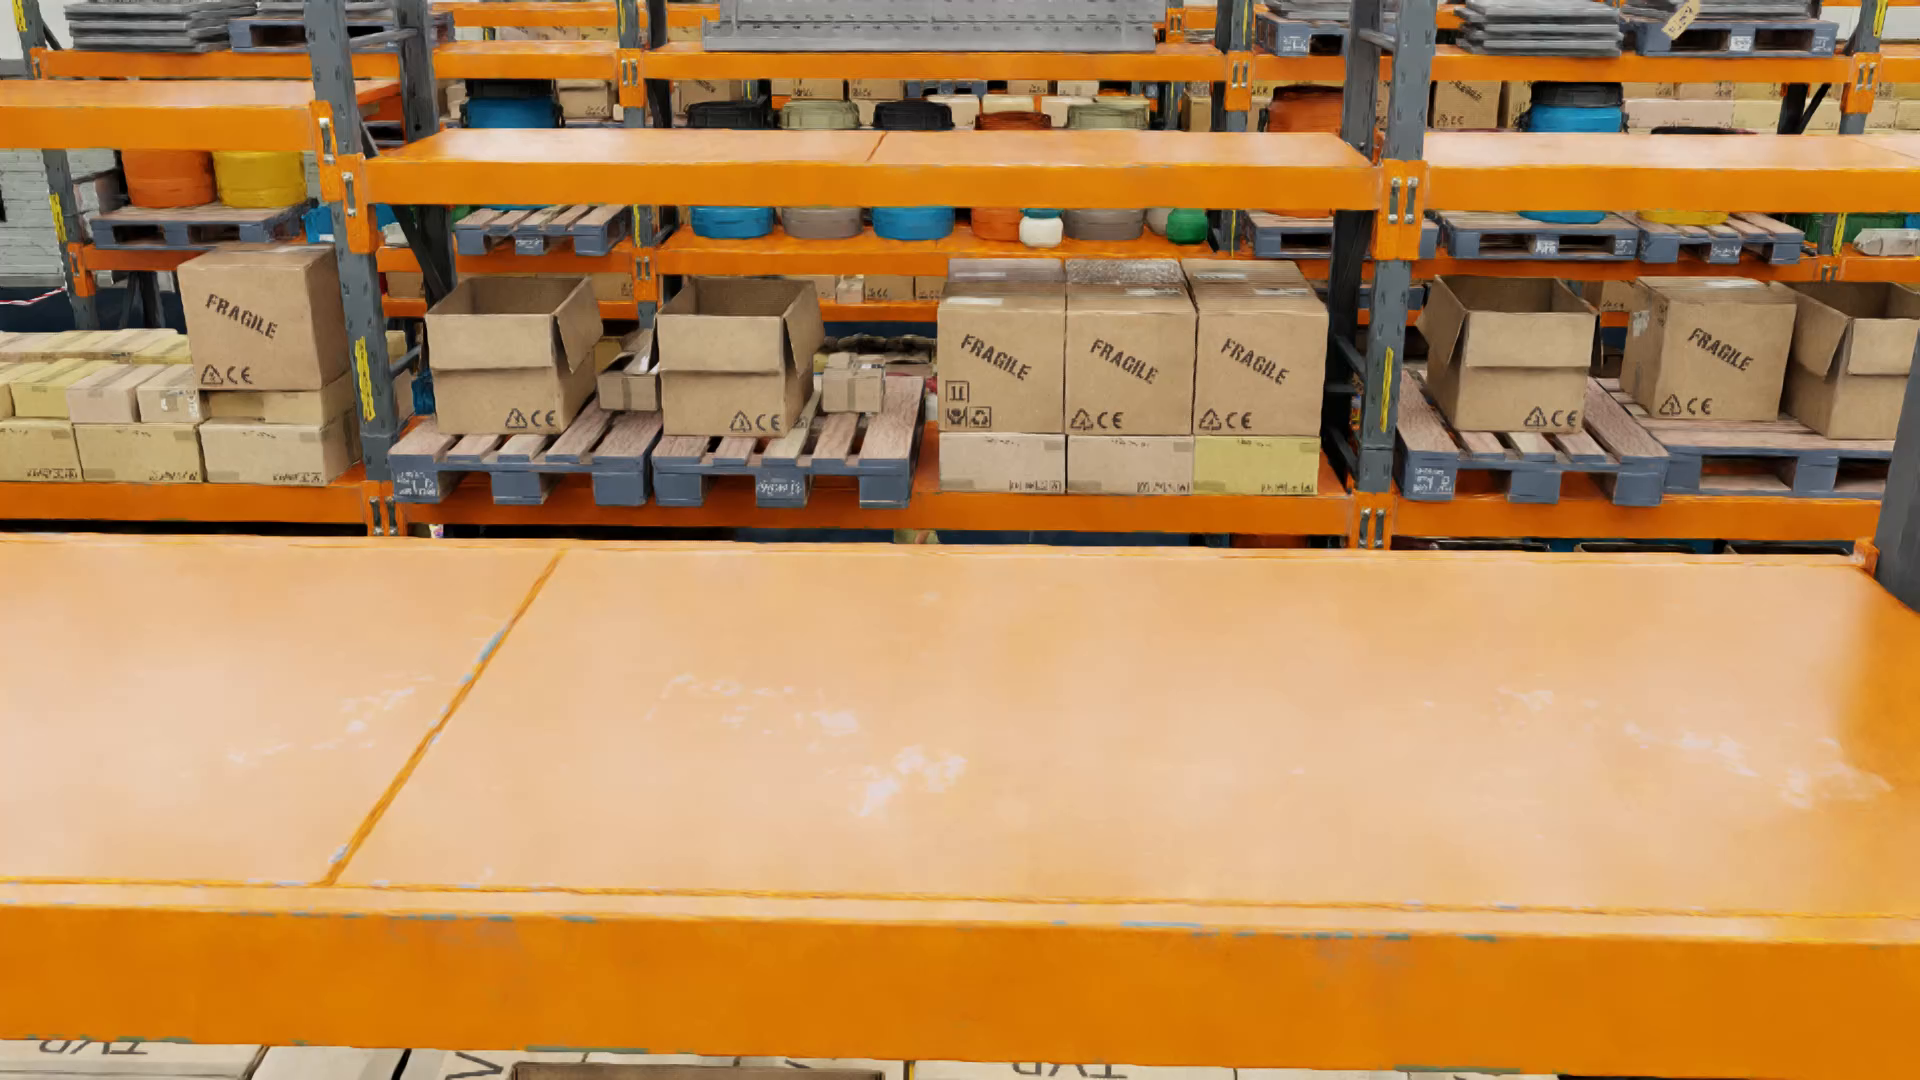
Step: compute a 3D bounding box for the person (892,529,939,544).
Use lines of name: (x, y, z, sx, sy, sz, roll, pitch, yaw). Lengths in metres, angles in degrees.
person: (-0.332, 0.057, 11.577, 0.952, 1.619, 0.464, -13, 24, -30)
